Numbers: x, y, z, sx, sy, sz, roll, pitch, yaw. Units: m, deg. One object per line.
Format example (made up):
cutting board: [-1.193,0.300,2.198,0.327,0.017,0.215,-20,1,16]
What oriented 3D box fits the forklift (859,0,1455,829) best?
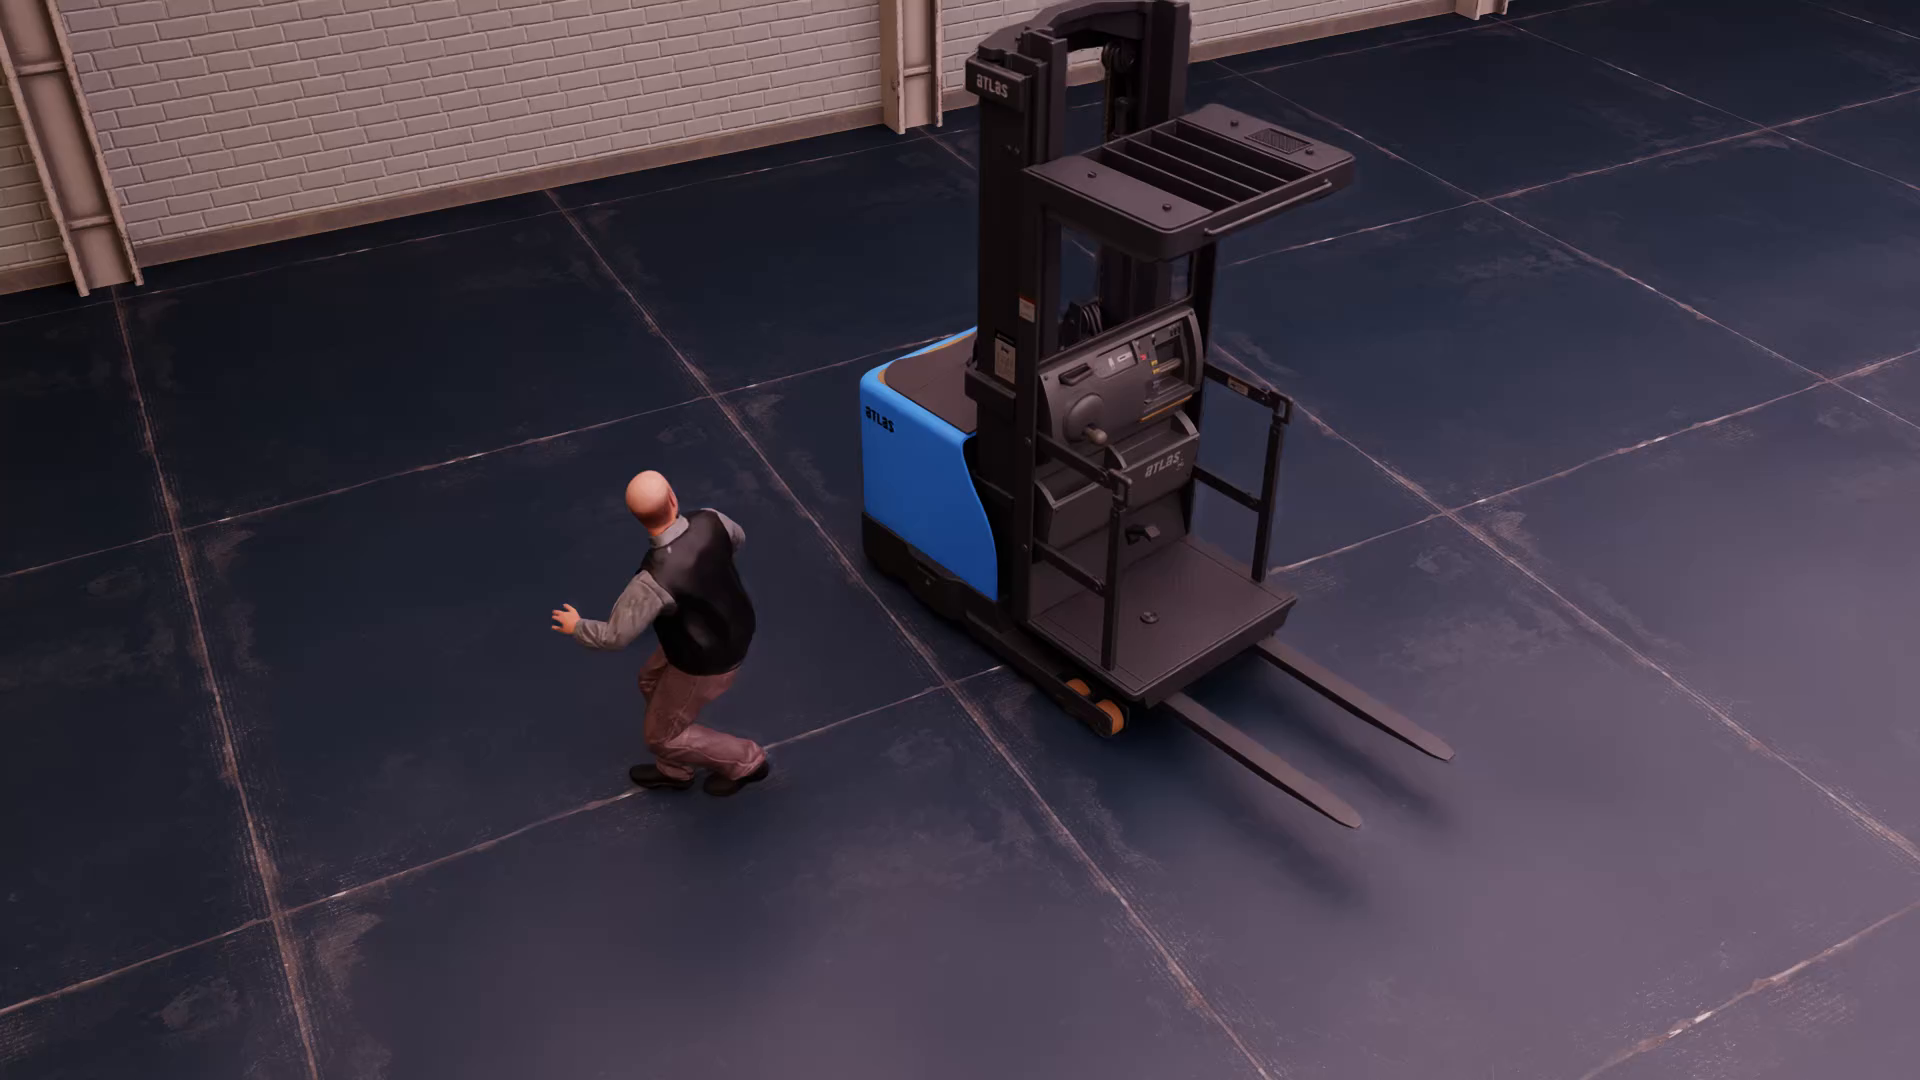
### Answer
forklift: [0.845,-0.649,7.041,1.130,2.935,3.031,-26,43,-32]

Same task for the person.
person: [-1.194,0.366,6.764,0.805,1.599,0.849,6,36,9]
